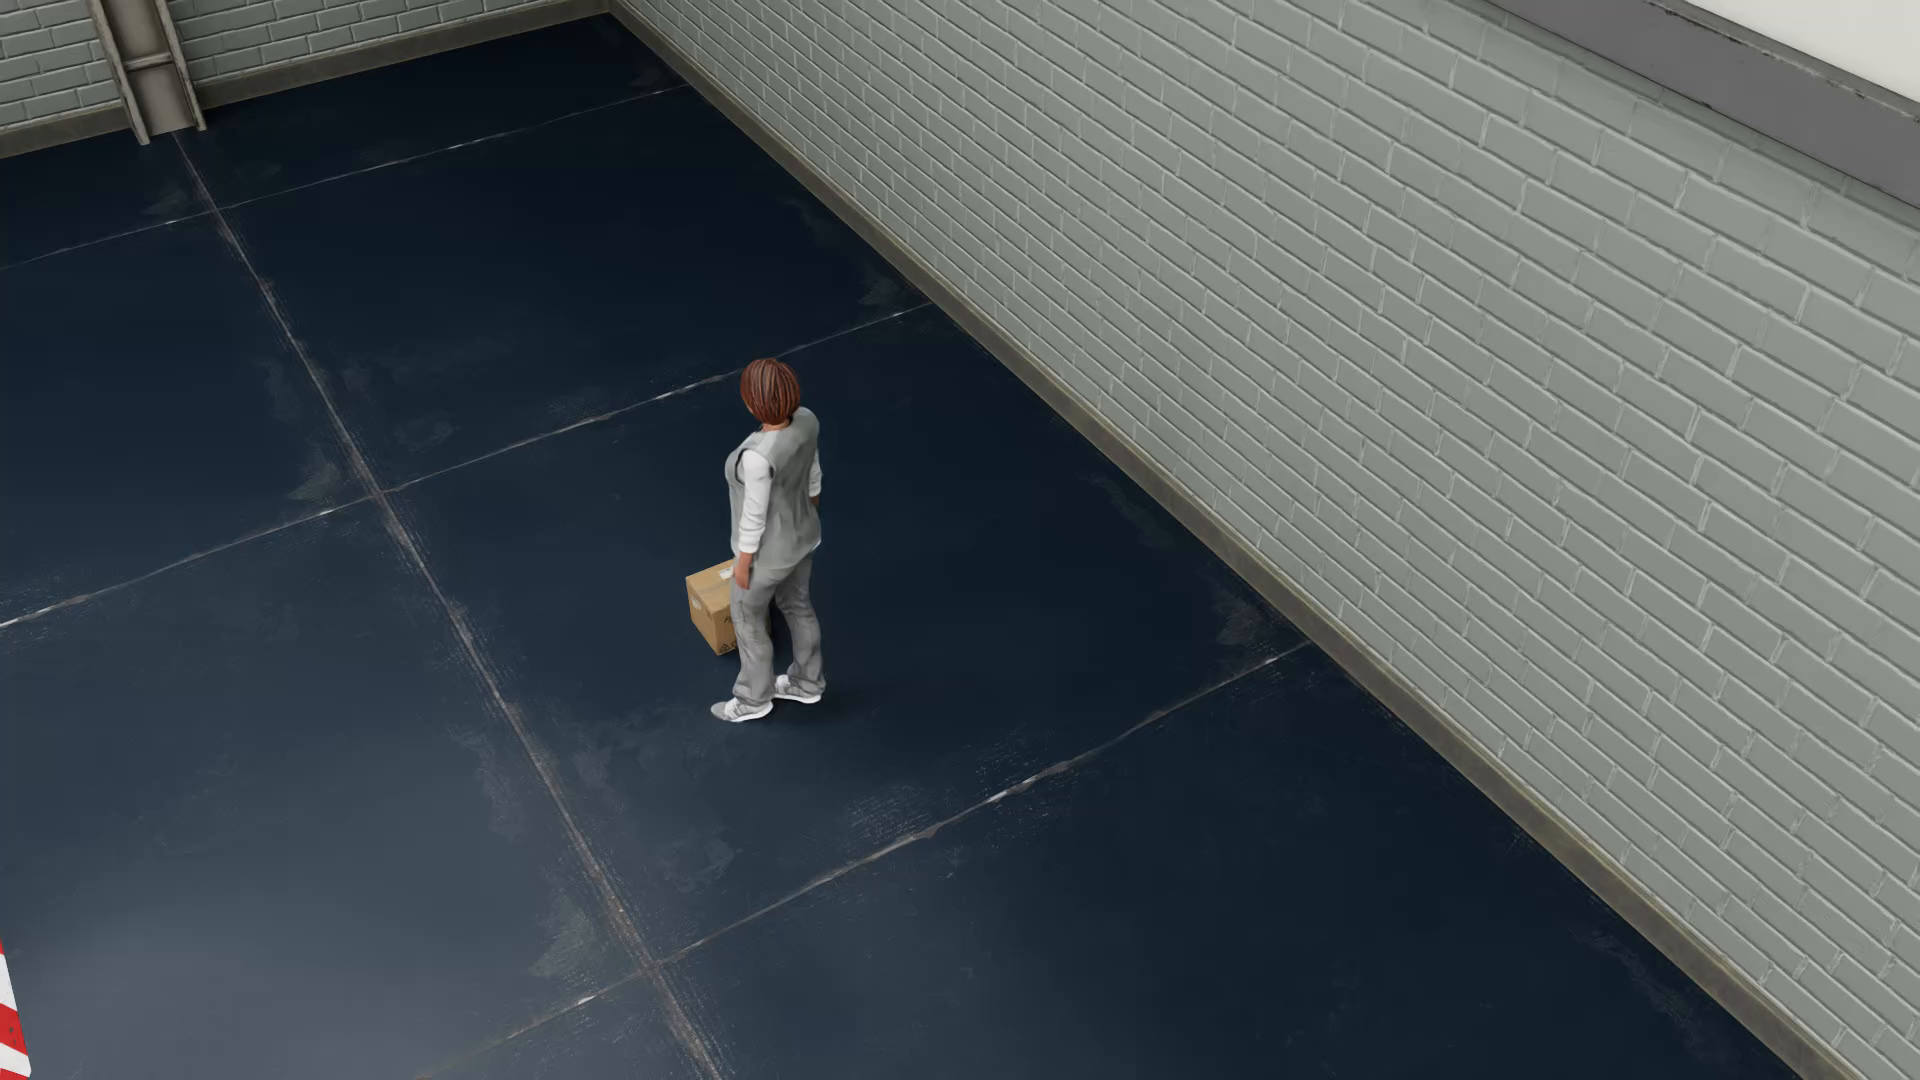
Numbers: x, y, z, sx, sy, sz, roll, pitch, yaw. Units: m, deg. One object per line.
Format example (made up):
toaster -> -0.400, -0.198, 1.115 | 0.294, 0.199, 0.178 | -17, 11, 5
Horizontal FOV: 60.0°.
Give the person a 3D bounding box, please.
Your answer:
person -> -0.668, 0.084, 6.194 | 0.304, 1.282, 0.440 | 21, 45, 22
